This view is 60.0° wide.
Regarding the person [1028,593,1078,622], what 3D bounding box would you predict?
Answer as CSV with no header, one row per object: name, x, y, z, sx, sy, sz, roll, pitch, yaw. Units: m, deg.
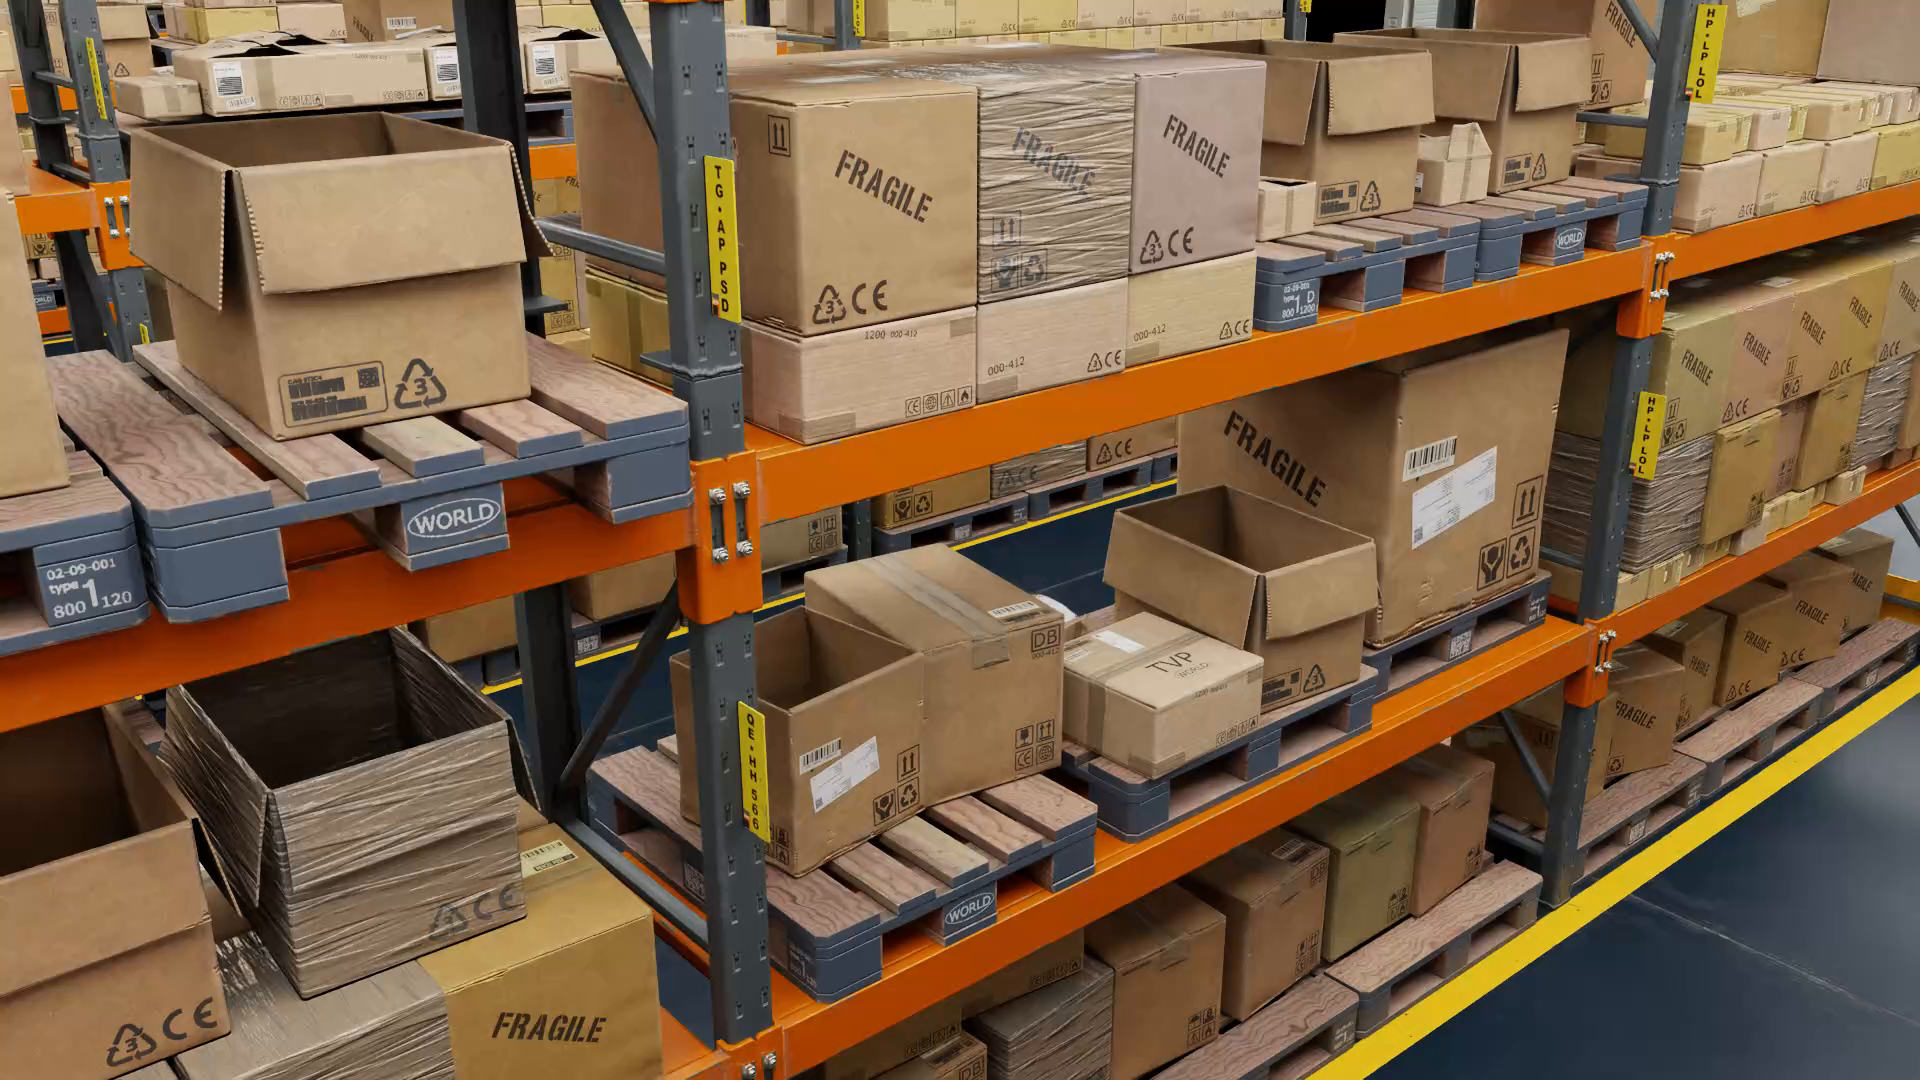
person,0.292,0.726,7.724,0.534,1.012,0.958,-19,28,-40
